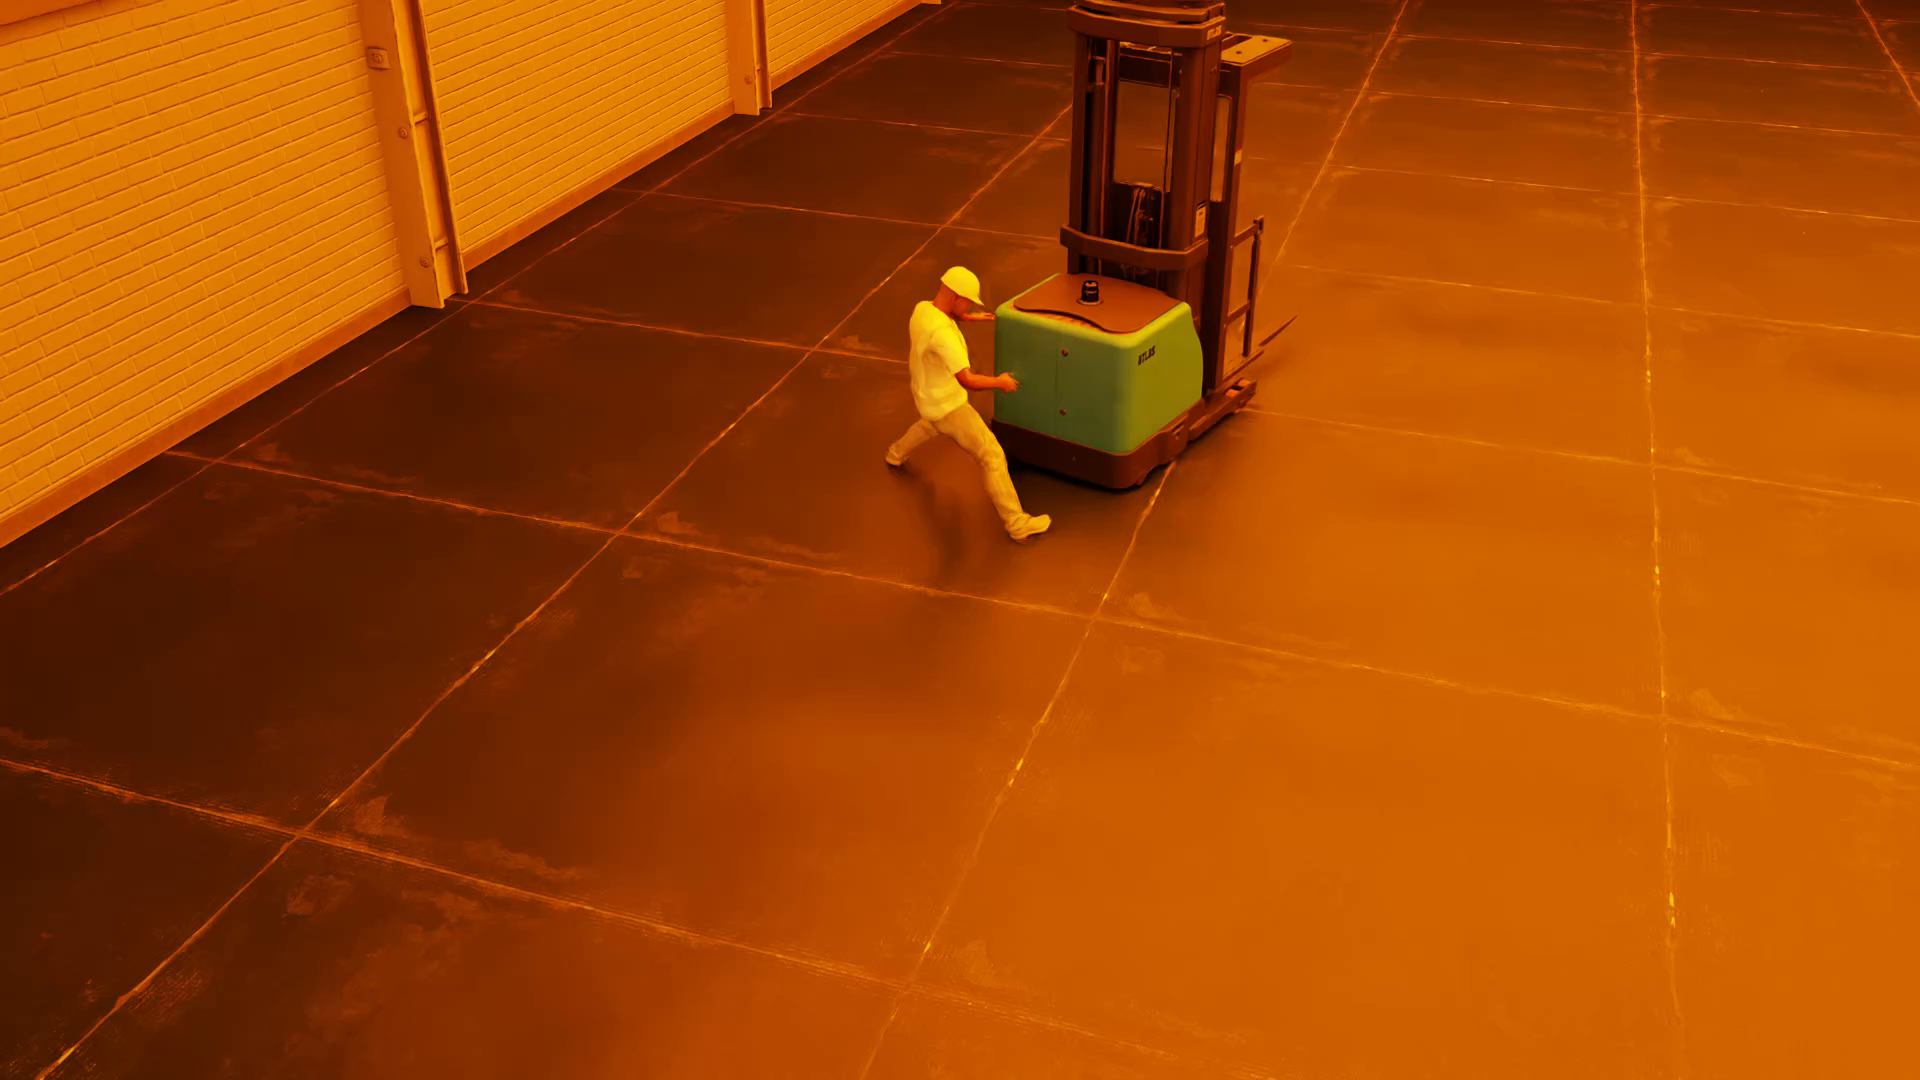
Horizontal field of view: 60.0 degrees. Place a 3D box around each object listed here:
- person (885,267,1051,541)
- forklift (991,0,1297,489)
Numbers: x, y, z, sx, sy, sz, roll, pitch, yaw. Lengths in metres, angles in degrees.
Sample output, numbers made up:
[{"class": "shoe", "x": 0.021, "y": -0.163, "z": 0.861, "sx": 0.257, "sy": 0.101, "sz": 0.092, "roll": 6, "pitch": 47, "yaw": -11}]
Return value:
[{"class": "person", "x": 0.026, "y": -0.959, "z": 10.205, "sx": 0.831, "sy": 1.555, "sz": 1.310, "roll": -7, "pitch": 31, "yaw": -13}, {"class": "forklift", "x": 1.446, "y": -2.280, "z": 11.135, "sx": 1.130, "sy": 2.935, "sz": 3.031, "roll": 19, "pitch": 35, "yaw": 29}]
